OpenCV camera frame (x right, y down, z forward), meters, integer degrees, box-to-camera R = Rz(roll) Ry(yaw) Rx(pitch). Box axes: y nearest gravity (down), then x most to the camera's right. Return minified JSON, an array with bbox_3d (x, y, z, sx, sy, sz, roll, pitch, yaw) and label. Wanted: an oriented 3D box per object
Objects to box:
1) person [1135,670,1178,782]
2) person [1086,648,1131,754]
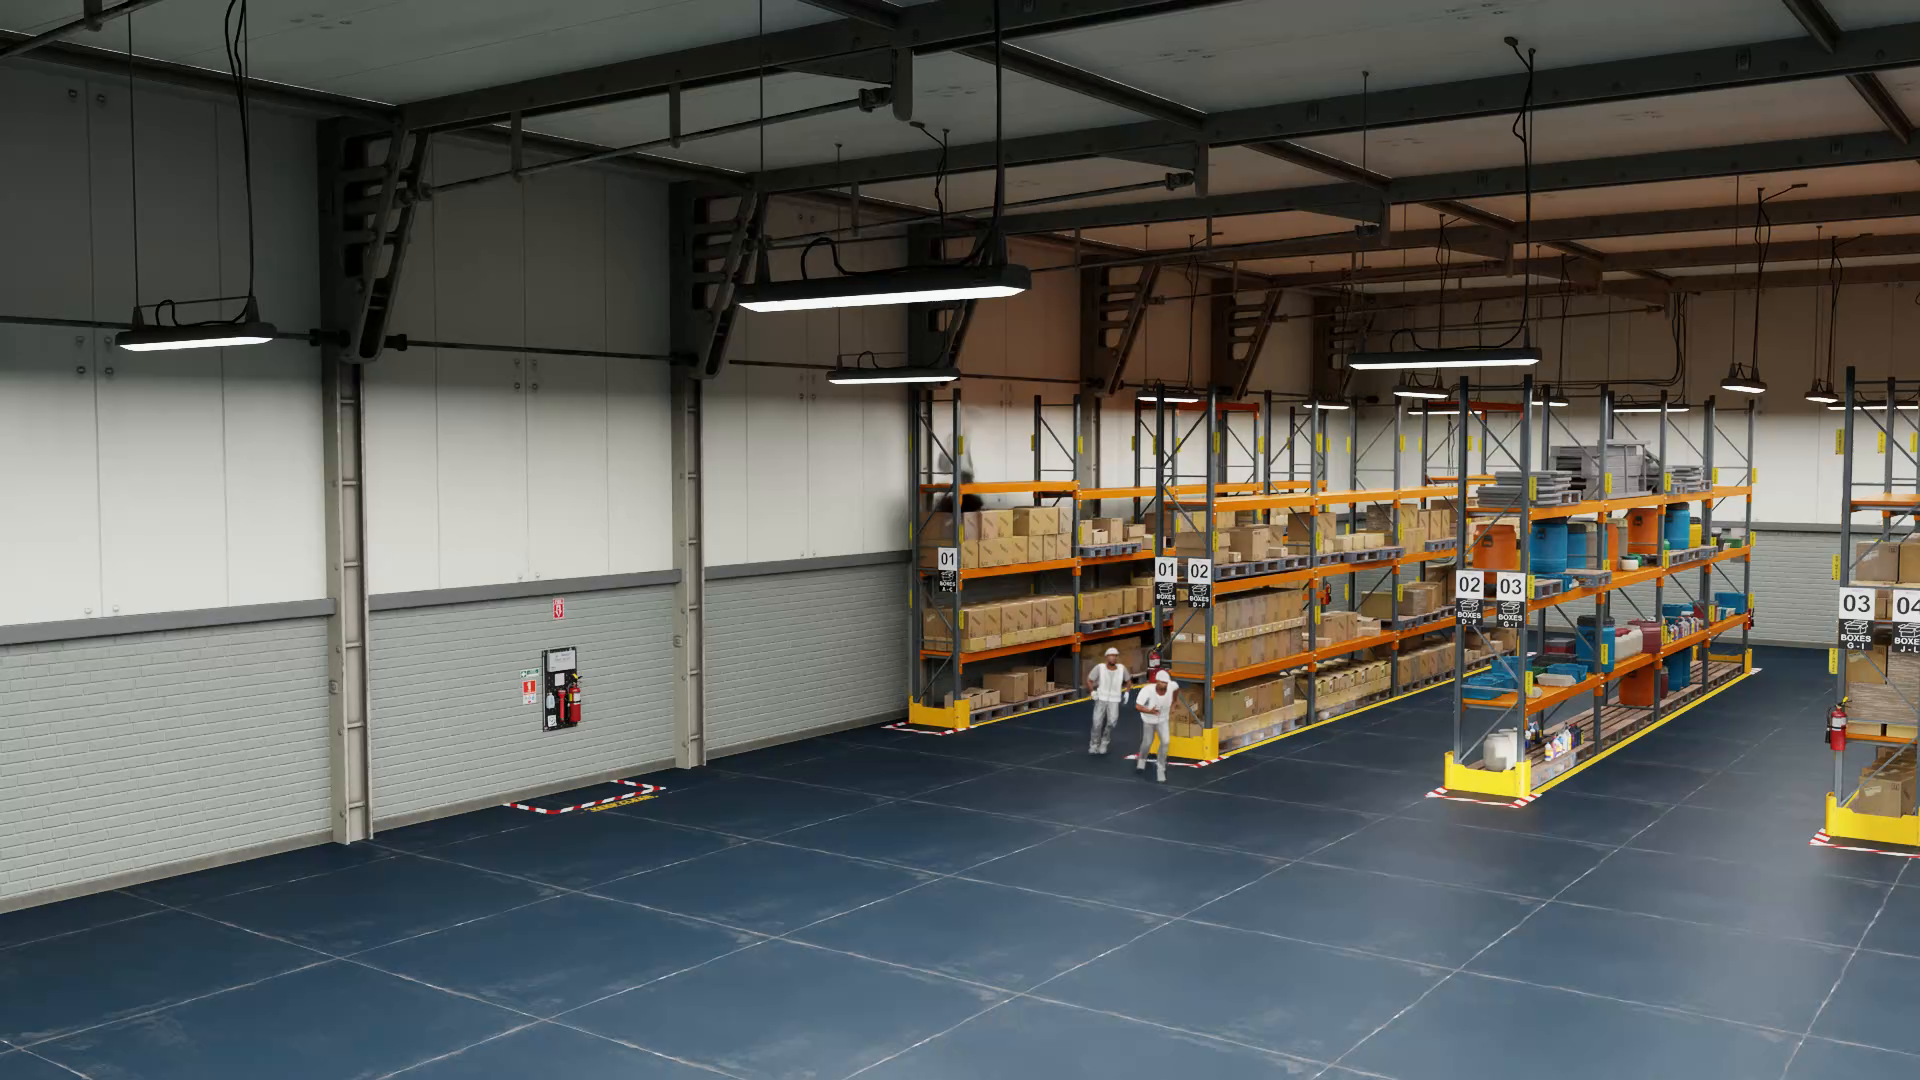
[{"bbox_3d":[2.933,2.770,25.033,0.745,1.716,1.030,-1,3,-15],"label":"person"},{"bbox_3d":[2.406,2.599,26.878,0.749,1.728,0.575,0,3,2],"label":"person"}]
